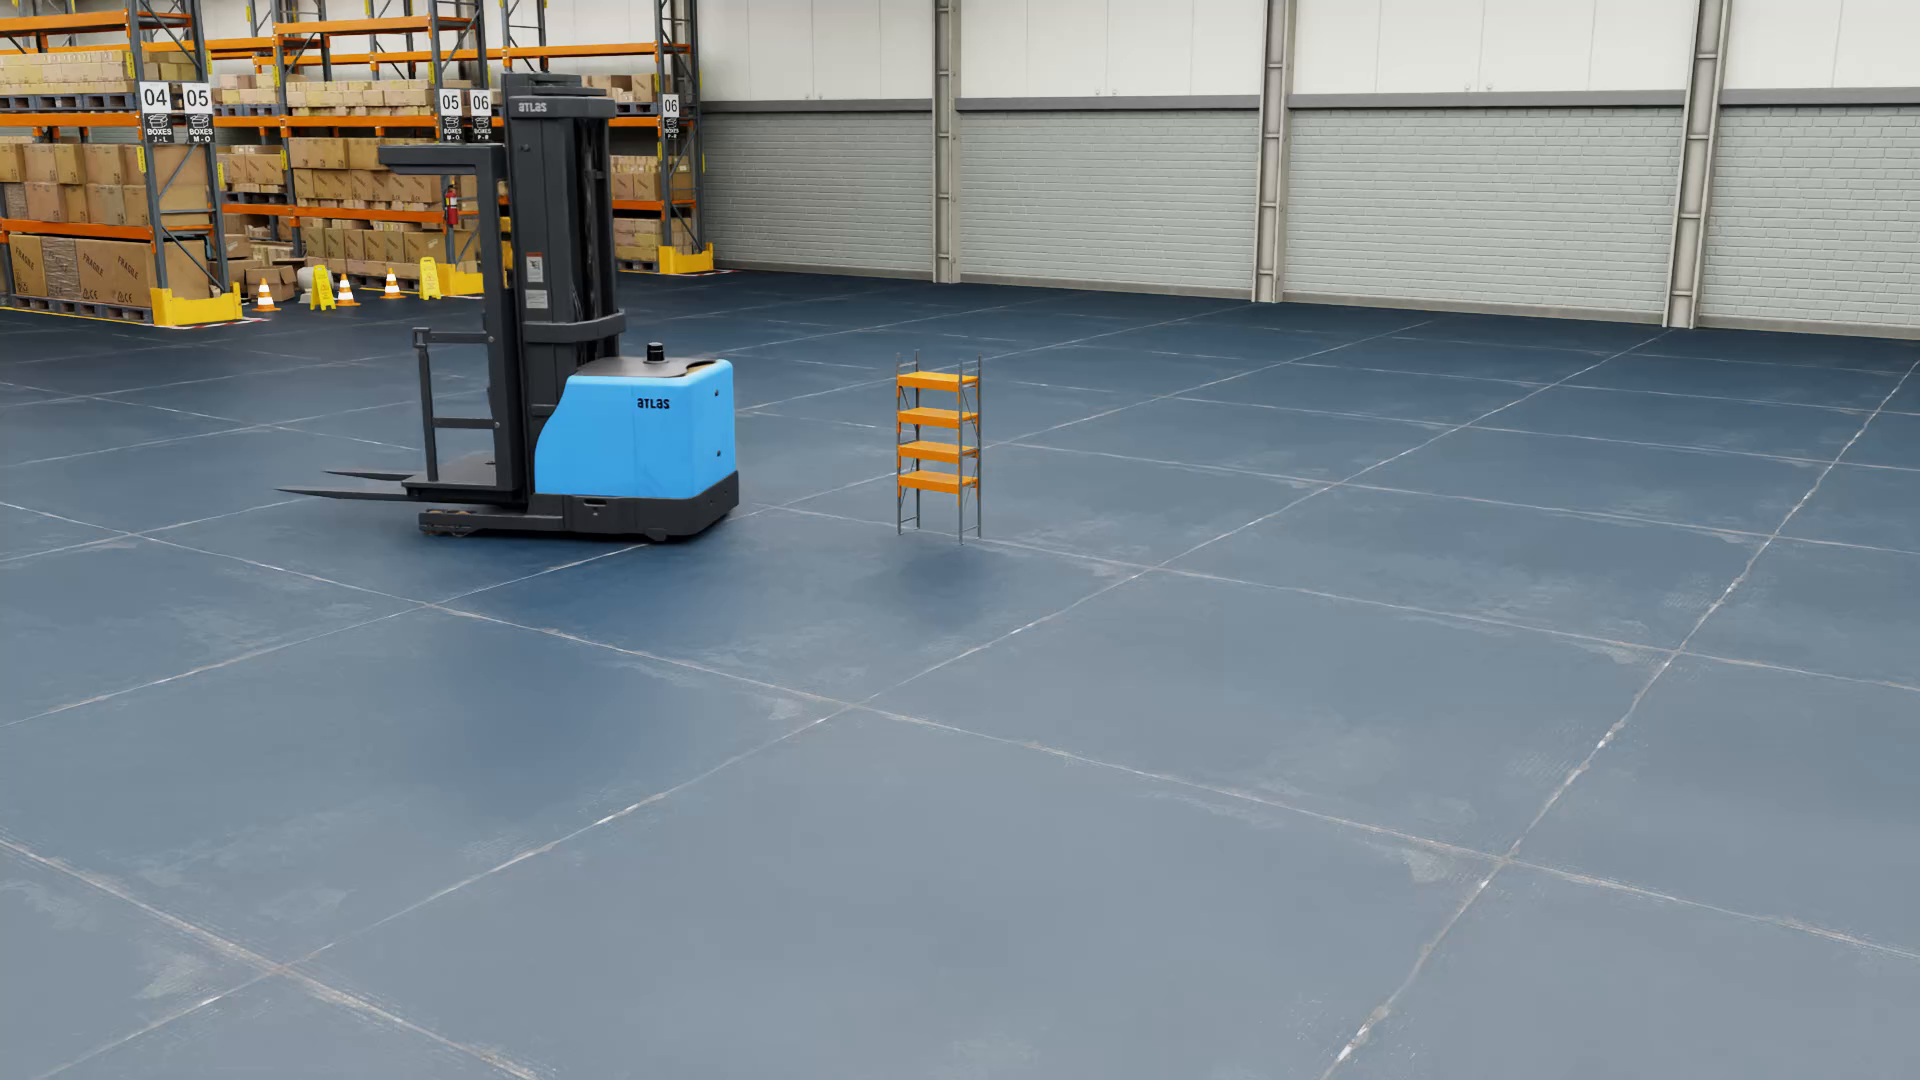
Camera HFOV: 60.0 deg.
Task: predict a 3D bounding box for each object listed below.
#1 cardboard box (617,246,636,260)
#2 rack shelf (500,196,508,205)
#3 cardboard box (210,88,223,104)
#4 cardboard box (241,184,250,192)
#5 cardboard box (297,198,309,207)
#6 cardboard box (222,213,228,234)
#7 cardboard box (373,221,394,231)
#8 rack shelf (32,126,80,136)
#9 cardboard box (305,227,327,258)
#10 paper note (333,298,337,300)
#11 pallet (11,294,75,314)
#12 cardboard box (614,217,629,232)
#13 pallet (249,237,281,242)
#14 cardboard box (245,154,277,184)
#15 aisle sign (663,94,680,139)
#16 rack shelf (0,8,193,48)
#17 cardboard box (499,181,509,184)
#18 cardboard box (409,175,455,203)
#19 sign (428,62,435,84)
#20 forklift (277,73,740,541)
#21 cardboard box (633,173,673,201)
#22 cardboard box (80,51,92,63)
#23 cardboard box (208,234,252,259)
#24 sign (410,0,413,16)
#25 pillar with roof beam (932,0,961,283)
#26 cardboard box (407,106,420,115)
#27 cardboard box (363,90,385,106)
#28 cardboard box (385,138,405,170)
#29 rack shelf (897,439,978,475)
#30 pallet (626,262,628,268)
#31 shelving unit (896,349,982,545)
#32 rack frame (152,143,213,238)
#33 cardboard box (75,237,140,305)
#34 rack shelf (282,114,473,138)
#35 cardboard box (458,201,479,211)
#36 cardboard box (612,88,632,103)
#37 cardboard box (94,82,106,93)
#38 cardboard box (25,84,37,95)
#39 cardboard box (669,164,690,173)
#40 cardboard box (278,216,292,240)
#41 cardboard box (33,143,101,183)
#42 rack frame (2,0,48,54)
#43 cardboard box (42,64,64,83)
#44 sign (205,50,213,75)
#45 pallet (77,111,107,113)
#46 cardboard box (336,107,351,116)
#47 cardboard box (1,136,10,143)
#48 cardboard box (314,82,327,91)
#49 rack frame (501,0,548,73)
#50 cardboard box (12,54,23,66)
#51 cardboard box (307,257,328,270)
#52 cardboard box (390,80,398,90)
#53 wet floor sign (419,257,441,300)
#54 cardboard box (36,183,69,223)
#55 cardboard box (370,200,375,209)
[{"bbox_3d":[-6.103,-5.419,31.322,0.500,0.250,0.500,9,17,33],"label":"cardboard box"},{"bbox_3d":[-10.108,-6.937,34.102,4.000,0.370,1.077,9,17,33],"label":"rack shelf"},{"bbox_3d":[-13.253,-7.872,29.923,0.637,0.503,0.797,9,17,33],"label":"cardboard box"},{"bbox_3d":[-12.453,-6.224,29.371,0.250,0.149,0.380,9,17,33],"label":"cardboard box"},{"bbox_3d":[-11.133,-5.800,28.533,0.250,0.149,0.380,9,17,33],"label":"cardboard box"},{"bbox_3d":[-16.880,-7.304,38.414,0.500,0.500,0.500,10,17,34],"label":"cardboard box"},{"bbox_3d":[-9.473,-5.201,27.528,0.250,0.149,0.380,10,17,35],"label":"cardboard box"},{"bbox_3d":[-19.513,-8.476,34.075,4.000,0.370,1.077,9,17,33],"label":"rack shelf"},{"bbox_3d":[-10.877,-5.128,28.584,0.500,0.500,0.500,10,17,35],"label":"cardboard box"},{"bbox_3d":[-9.792,-3.780,26.030,0.142,0.019,0.148,3,14,14],"label":"paper note"},{"bbox_3d":[-13.307,-3.556,24.750,1.213,0.211,1.003,9,17,33],"label":"pallet"},{"bbox_3d":[-6.537,-5.969,31.460,0.500,0.250,0.500,9,17,34],"label":"cardboard box"},{"bbox_3d":[-15.656,-6.830,37.974,1.213,0.211,1.003,9,17,33],"label":"pallet"},{"bbox_3d":[-12.139,-6.507,29.167,0.500,0.500,0.500,9,17,33],"label":"cardboard box"},{"bbox_3d":[-5.239,-7.676,30.180,0.004,0.787,0.394,9,17,33],"label":"aisle sign"},{"bbox_3d":[-12.235,-7.128,23.220,4.000,0.370,1.077,9,17,33],"label":"rack shelf"},{"bbox_3d":[-8.998,-7.203,32.950,0.500,0.250,0.500,9,16,32],"label":"cardboard box"},{"bbox_3d":[-8.500,-5.702,26.789,0.500,0.500,0.500,9,16,32],"label":"cardboard box"},{"bbox_3d":[-8.223,-7.269,25.862,0.005,0.325,0.100,9,17,33],"label":"sign"},{"bbox_3d":[-3.091,-1.565,11.045,3.031,2.935,1.130,2,14,10],"label":"forklift"},{"bbox_3d":[-5.684,-6.544,30.808,0.500,0.500,0.500,9,16,32],"label":"cardboard box"},{"bbox_3d":[-11.679,-6.545,22.558,0.250,0.149,0.380,10,17,34],"label":"cardboard box"},{"bbox_3d":[-12.184,-4.823,27.691,0.500,0.500,0.500,9,17,33],"label":"cardboard box"},{"bbox_3d":[-11.461,-11.108,34.696,0.005,0.325,0.100,9,17,33],"label":"sign"},{"bbox_3d":[-2.628,-8.004,24.429,0.400,9.000,9.100,9,17,33],"label":"pillar with roof beam"},{"bbox_3d":[-8.573,-6.845,26.511,0.250,0.149,0.380,9,17,33],"label":"cardboard box"},{"bbox_3d":[-9.321,-7.170,26.997,0.500,0.250,0.500,10,17,34],"label":"cardboard box"},{"bbox_3d":[-8.858,-6.264,26.978,0.500,0.500,0.700,9,17,33],"label":"cardboard box"},{"bbox_3d":[-0.137,-0.539,10.785,0.480,0.148,0.258,9,17,33],"label":"rack shelf"},{"bbox_3d":[-6.795,-5.386,32.142,1.213,0.211,1.003,9,17,33],"label":"pallet"},{"bbox_3d":[-0.137,-0.605,10.769,0.503,1.200,0.258,9,17,33],"label":"shelving unit"},{"bbox_3d":[-14.535,-6.564,31.099,0.127,3.000,1.000,9,17,33],"label":"rack frame"},{"bbox_3d":[-11.906,-3.859,23.717,0.875,0.875,0.875,9,16,32],"label":"cardboard box"},{"bbox_3d":[-9.556,-6.867,27.574,4.000,0.370,1.077,9,17,33],"label":"rack shelf"},{"bbox_3d":[-8.063,-5.456,27.146,0.250,0.149,0.380,9,17,33],"label":"cardboard box"},{"bbox_3d":[-6.197,-8.210,30.700,0.258,0.266,0.396,9,17,33],"label":"cardboard box"},{"bbox_3d":[-11.462,-6.123,22.513,0.250,0.149,0.380,9,17,34],"label":"cardboard box"},{"bbox_3d":[-12.936,-6.361,23.477,0.250,0.149,0.380,9,16,32],"label":"cardboard box"},{"bbox_3d":[-5.266,-6.942,31.068,0.250,0.149,0.380,9,16,31],"label":"cardboard box"},{"bbox_3d":[-14.811,-6.972,37.072,0.500,0.500,0.500,10,17,35],"label":"cardboard box"},{"bbox_3d":[-12.715,-5.418,23.907,0.550,0.550,0.875,9,17,33],"label":"cardboard box"},{"bbox_3d":[-13.894,-7.940,24.169,0.127,3.000,1.000,9,17,33],"label":"rack frame"},{"bbox_3d":[-12.386,-6.483,23.140,0.500,0.250,0.500,9,17,33],"label":"cardboard box"},{"bbox_3d":[-10.260,-6.520,22.692,0.005,0.325,0.100,9,17,33],"label":"sign"},{"bbox_3d":[-16.028,-8.154,31.671,1.213,0.211,1.003,10,17,35],"label":"pallet"},{"bbox_3d":[-10.073,-7.081,27.466,0.250,0.149,0.380,9,16,32],"label":"cardboard box"},{"bbox_3d":[-19.094,-8.077,33.569,0.250,0.149,0.380,9,17,32],"label":"cardboard box"},{"bbox_3d":[-10.487,-7.535,27.641,0.250,0.149,0.380,9,17,32],"label":"cardboard box"},{"bbox_3d":[-8.448,-9.930,32.211,0.127,3.000,1.000,9,17,33],"label":"rack frame"},{"bbox_3d":[-13.149,-6.782,23.518,0.250,0.149,0.380,9,16,32],"label":"cardboard box"},{"bbox_3d":[-10.877,-4.764,28.675,0.500,0.250,0.500,8,16,30],"label":"cardboard box"},{"bbox_3d":[-8.938,-7.316,26.757,0.250,0.149,0.380,9,17,33],"label":"cardboard box"},{"bbox_3d":[-8.336,-4.110,26.083,0.267,0.644,0.232,-10,17,-35],"label":"wet floor sign"},{"bbox_3d":[-12.730,-4.888,24.015,0.550,0.550,0.875,9,17,33],"label":"cardboard box"},{"bbox_3d":[-9.584,-5.586,27.669,0.250,0.149,0.380,9,17,33],"label":"cardboard box"}]
